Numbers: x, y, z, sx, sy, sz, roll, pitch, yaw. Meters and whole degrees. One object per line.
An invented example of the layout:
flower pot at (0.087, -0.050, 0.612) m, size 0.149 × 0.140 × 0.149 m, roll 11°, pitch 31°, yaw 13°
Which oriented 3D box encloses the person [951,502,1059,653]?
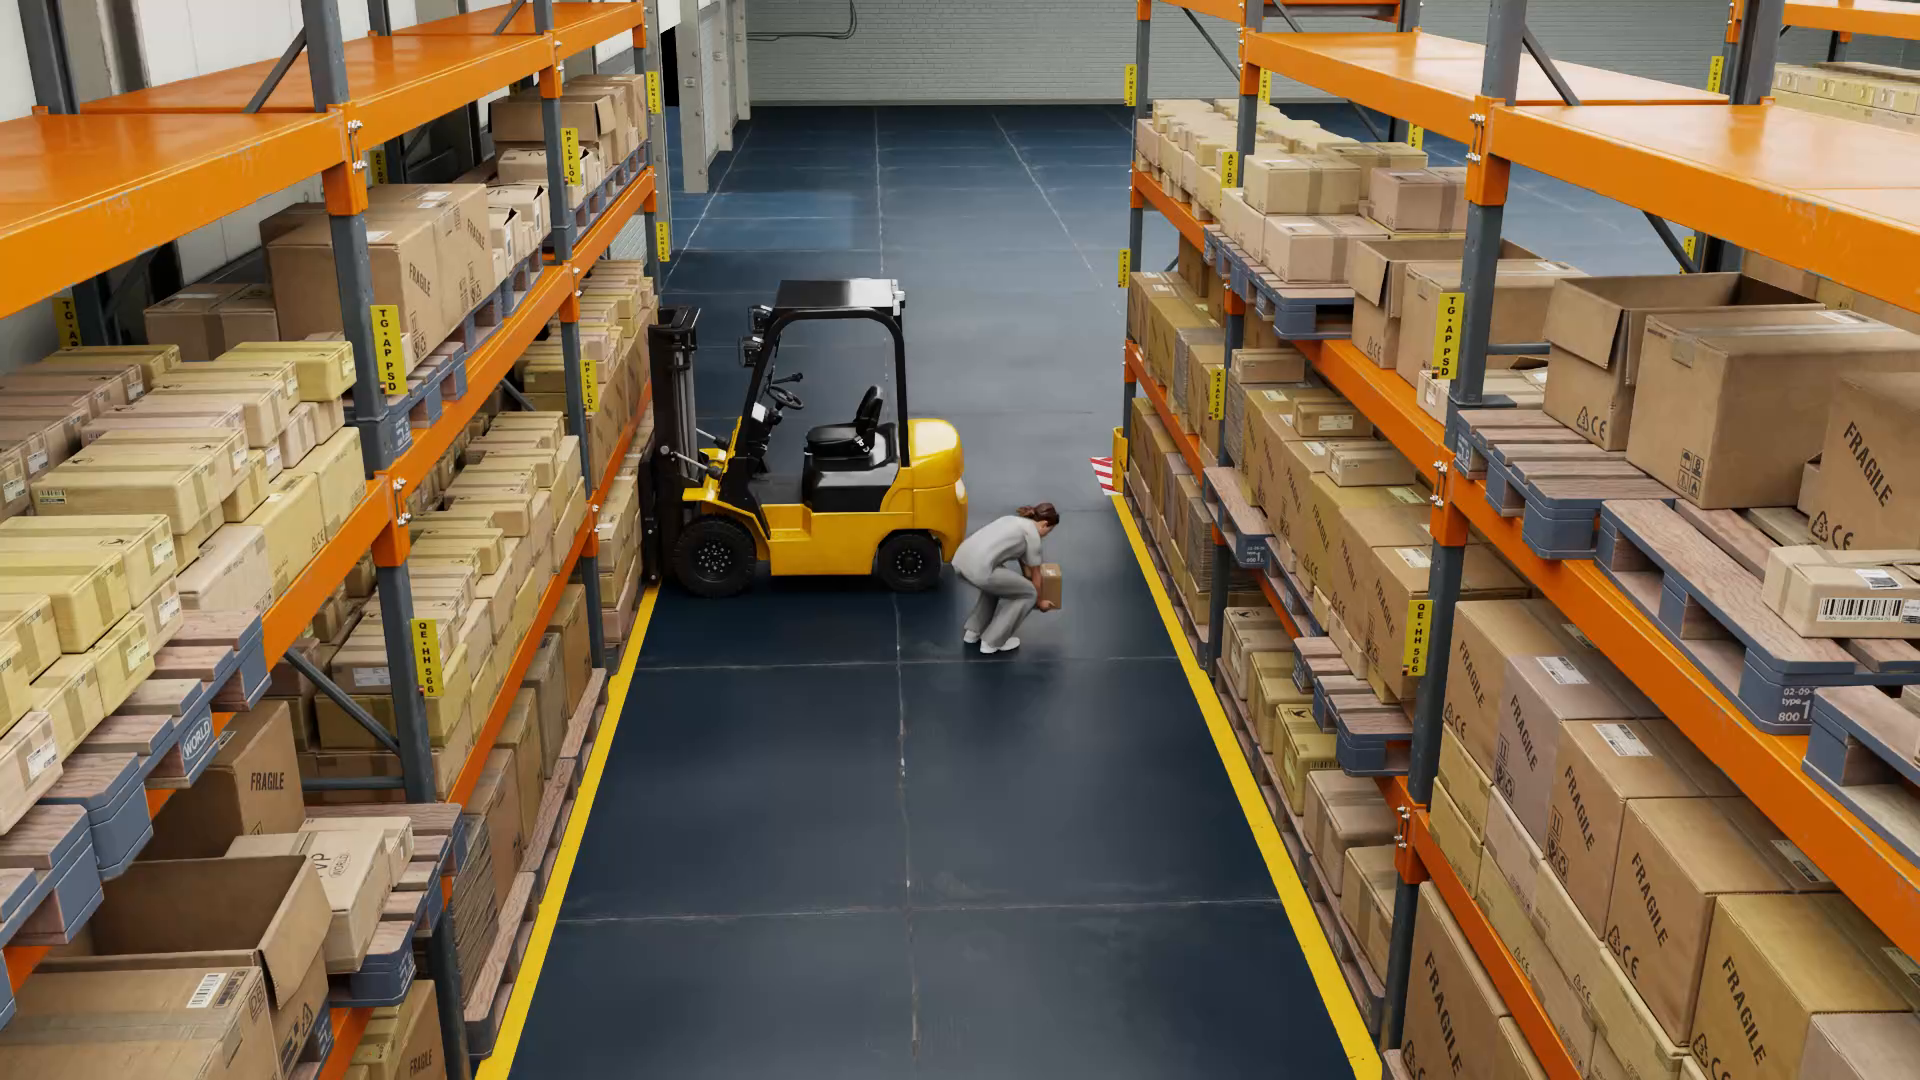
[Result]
person at (0.339, 0.250, 11.470) m, size 0.852 × 0.935 × 0.474 m, roll -14°, pitch 24°, yaw -32°
